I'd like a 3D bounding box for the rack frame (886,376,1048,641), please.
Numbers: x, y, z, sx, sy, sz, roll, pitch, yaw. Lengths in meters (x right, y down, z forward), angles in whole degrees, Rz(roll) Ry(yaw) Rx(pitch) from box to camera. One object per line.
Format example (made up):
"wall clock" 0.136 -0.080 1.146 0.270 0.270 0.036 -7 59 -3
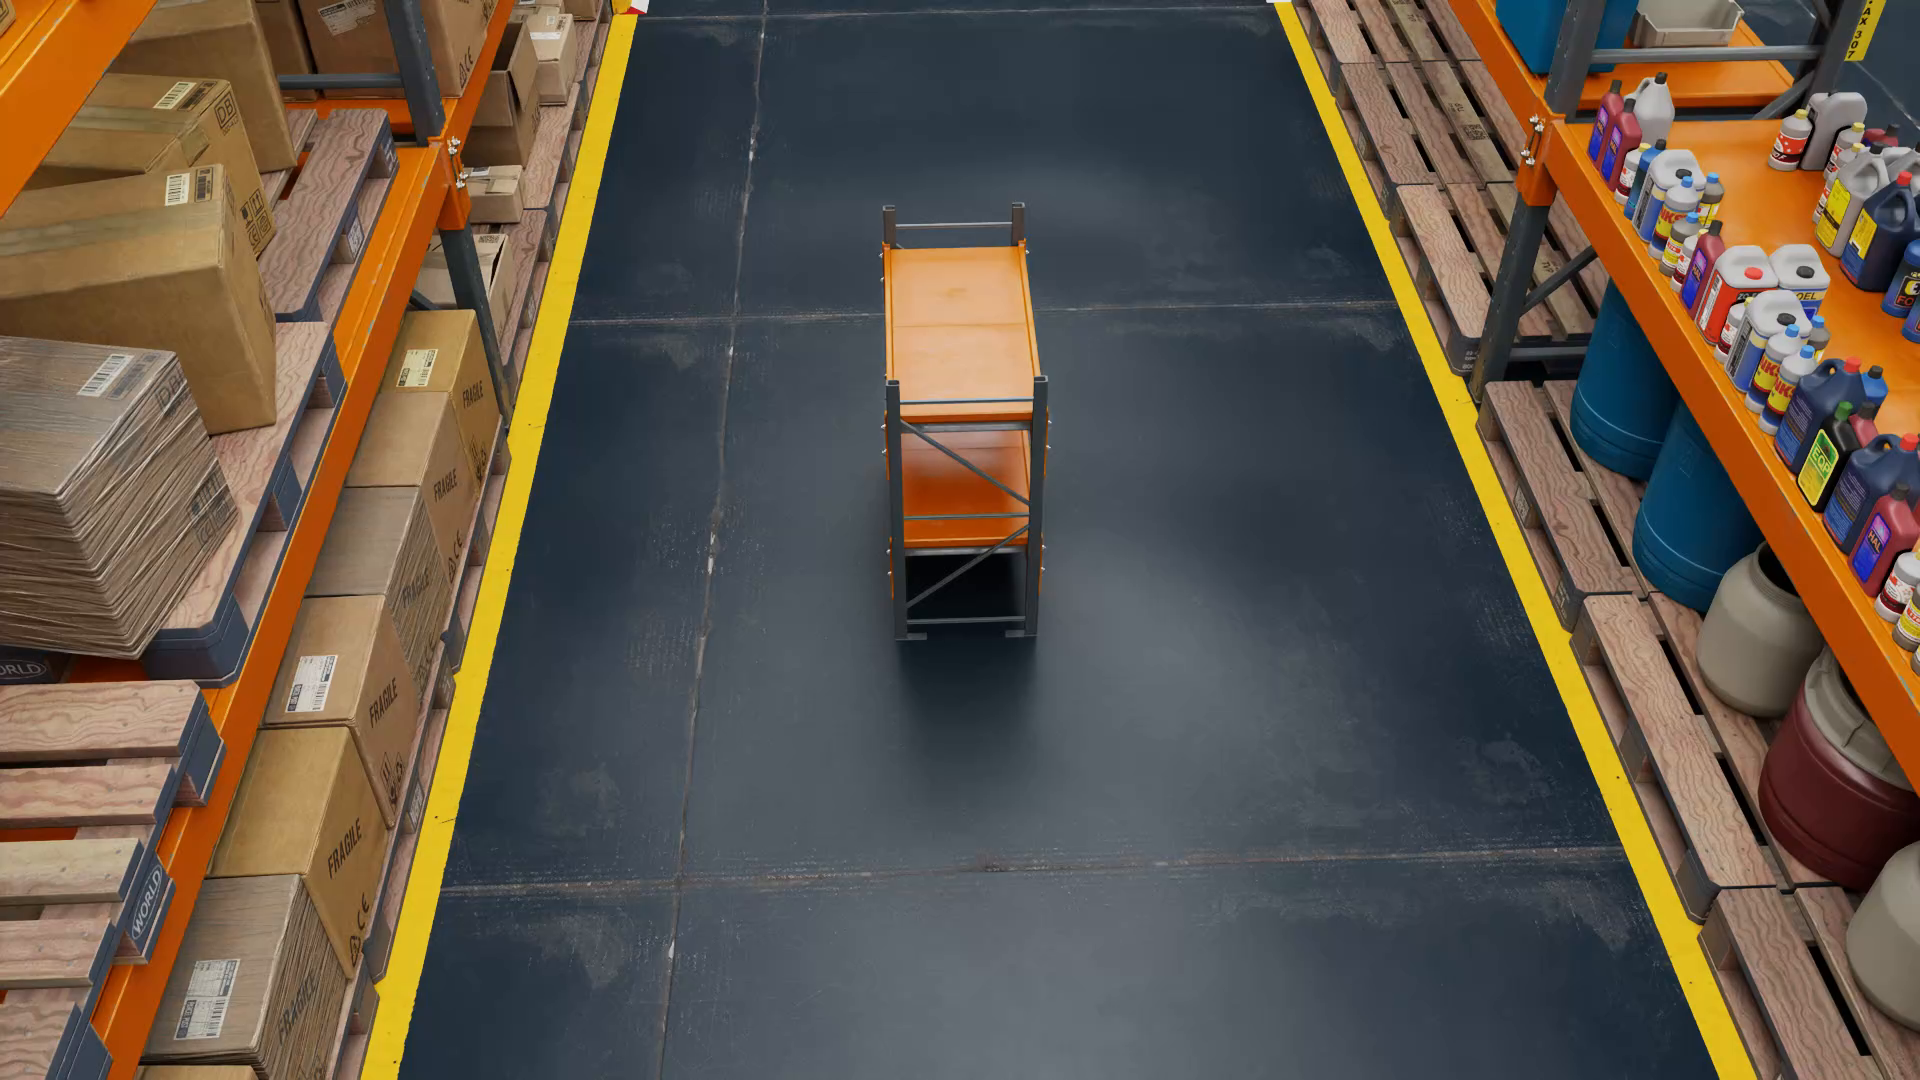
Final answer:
"rack frame" 0.021 -0.076 5.500 0.500 1.125 0.032 -2 43 -2

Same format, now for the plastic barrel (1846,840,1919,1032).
"plastic barrel" 2.640 1.039 4.427 0.421 0.512 0.421 0 43 0

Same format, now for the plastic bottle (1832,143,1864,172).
"plastic bottle" 2.938 -1.216 5.503 0.097 0.201 0.097 0 43 0

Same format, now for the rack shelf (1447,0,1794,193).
"rack shelf" 2.537 -2.800 7.617 1.077 0.370 4.000 -2 43 -2

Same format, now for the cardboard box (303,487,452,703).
"cardboard box" -1.987 0.181 5.357 0.500 0.500 0.500 -1 43 -1

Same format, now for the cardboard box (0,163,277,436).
"cardboard box" -2.191 -0.576 4.274 0.700 0.500 0.500 -12 44 -13

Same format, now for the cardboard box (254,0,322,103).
"cardboard box" -2.605 -1.942 6.075 0.500 0.500 0.500 -1 43 -1

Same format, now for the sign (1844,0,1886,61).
"sign" 3.171 -1.832 5.823 0.100 0.325 0.005 -2 43 -2

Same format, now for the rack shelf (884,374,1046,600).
"rack shelf" 0.000 -0.239 6.040 0.538 0.278 1.000 -2 43 -2

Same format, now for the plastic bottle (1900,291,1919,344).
"plastic bottle" 2.880 -0.717 4.907 0.097 0.271 0.097 0 43 0

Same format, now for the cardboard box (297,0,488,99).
"cardboard box" -2.077 -1.964 6.099 0.500 0.500 0.500 -1 43 -1

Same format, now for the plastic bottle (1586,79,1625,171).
"plastic bottle" 2.211 -1.412 5.657 0.061 0.283 0.133 -2 43 -2

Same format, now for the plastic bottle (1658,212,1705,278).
"plastic bottle" 2.258 -0.927 5.188 0.097 0.201 0.097 0 43 0

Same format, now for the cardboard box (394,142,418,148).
"cardboard box" -2.667 -1.629 7.472 0.500 0.311 0.500 -2 43 -2

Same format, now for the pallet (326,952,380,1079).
"pallet" -2.152 1.648 4.296 1.003 0.211 1.213 -2 43 -2

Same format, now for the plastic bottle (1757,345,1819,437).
"plastic bottle" 2.291 -0.418 4.581 0.097 0.271 0.097 0 43 0

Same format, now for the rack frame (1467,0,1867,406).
"rack frame" 2.622 -1.715 5.901 1.000 3.000 0.127 -2 43 -2

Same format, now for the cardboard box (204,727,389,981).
"cardboard box" -1.936 0.877 4.598 0.500 0.500 0.500 -2 43 -2

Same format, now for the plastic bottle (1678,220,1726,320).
"plastic bottle" 2.249 -0.813 5.003 0.061 0.283 0.133 -2 43 -2

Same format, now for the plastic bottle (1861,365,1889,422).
"plastic bottle" 2.440 -0.356 4.514 0.097 0.271 0.097 0 43 0

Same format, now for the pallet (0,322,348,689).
"pallet" -2.245 -0.117 4.300 1.003 0.211 1.213 -2 43 -2

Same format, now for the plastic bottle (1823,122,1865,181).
"plastic bottle" 2.993 -1.308 5.604 0.097 0.201 0.097 0 43 0

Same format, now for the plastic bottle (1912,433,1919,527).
"plastic bottle" 2.436 -0.133 4.262 0.061 0.283 0.133 -2 43 -2

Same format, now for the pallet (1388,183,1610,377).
"pallet" 2.552 -1.182 7.384 1.003 0.211 1.213 -2 43 -2

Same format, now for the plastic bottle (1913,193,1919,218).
"plastic bottle" 2.995 -0.961 5.115 0.144 0.351 0.185 -2 43 -2

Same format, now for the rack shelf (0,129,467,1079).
"rack shelf" -2.243 0.040 4.519 1.077 0.370 4.000 -2 43 -2

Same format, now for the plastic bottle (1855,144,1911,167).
"plastic bottle" 2.977 -1.166 5.394 0.152 0.276 0.135 -2 43 -2

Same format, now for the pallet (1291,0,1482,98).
"pallet" 2.448 -2.830 9.181 1.003 0.211 1.213 -2 43 -2

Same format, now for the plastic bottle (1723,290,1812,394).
"plastic bottle" 2.310 -0.564 4.737 0.152 0.276 0.135 -2 43 -2

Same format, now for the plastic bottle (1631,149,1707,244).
"plastic bottle" 2.276 -1.099 5.321 0.152 0.276 0.135 -2 43 -2

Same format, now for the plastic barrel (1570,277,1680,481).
"plastic barrel" 2.628 -0.729 6.067 0.600 0.901 0.708 -2 43 -2

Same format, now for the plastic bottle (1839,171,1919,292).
"plastic bottle" 2.851 -0.957 5.110 0.144 0.351 0.185 -2 43 -2

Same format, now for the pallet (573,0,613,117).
"pallet" -2.459 -2.658 8.994 1.003 0.211 1.213 -2 43 -2

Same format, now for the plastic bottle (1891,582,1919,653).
"plastic bottle" 2.327 0.169 3.993 0.097 0.201 0.097 0 43 0

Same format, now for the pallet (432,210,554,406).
"pallet" -2.356 -1.011 7.197 1.003 0.211 1.213 -2 43 -2

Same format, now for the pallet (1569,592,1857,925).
"pallet" 2.667 0.661 5.373 1.003 0.211 1.213 -2 43 -2

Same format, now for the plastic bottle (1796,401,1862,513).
"plastic bottle" 2.286 -0.219 4.355 0.061 0.283 0.133 -2 43 -2

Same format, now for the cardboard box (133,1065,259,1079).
"cardboard box" -1.891 1.569 3.843 0.500 0.500 0.500 0 43 0

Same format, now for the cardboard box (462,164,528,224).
"cardboard box" -2.176 -1.566 7.510 0.380 0.166 0.250 -2 43 -2

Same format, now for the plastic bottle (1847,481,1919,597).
"plastic bottle" 2.299 -0.004 4.121 0.061 0.283 0.133 -2 43 -2

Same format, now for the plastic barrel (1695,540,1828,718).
"plastic barrel" 2.592 0.277 5.258 0.421 0.512 0.421 0 43 0

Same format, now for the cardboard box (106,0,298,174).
"cardboard box" -2.531 -1.441 5.217 0.700 0.500 0.500 -15 45 -16

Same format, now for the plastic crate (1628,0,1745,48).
"plastic crate" 2.745 -1.958 6.317 0.396 0.136 0.243 -2 43 -2

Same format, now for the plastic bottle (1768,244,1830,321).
"plastic bottle" 2.452 -0.725 4.913 0.152 0.276 0.135 -2 43 -2

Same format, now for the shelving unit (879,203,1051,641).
"shelving unit" 0.000 -0.419 5.875 0.538 1.125 1.048 -2 43 -2

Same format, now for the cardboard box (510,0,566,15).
"cardboard box" -2.301 -2.758 8.810 0.380 0.166 0.250 -2 43 -2

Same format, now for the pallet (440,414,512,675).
"pallet" -2.255 0.001 6.093 1.003 0.211 1.213 -2 43 -2

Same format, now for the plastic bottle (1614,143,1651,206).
"plastic bottle" 2.240 -1.215 5.502 0.097 0.201 0.097 0 43 0

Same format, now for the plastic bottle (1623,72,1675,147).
"plastic bottle" 2.314 -1.423 5.619 0.144 0.351 0.185 -2 43 -2

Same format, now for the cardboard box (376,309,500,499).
"cardboard box" -2.020 -0.491 6.090 0.500 0.500 0.500 -2 43 -2
